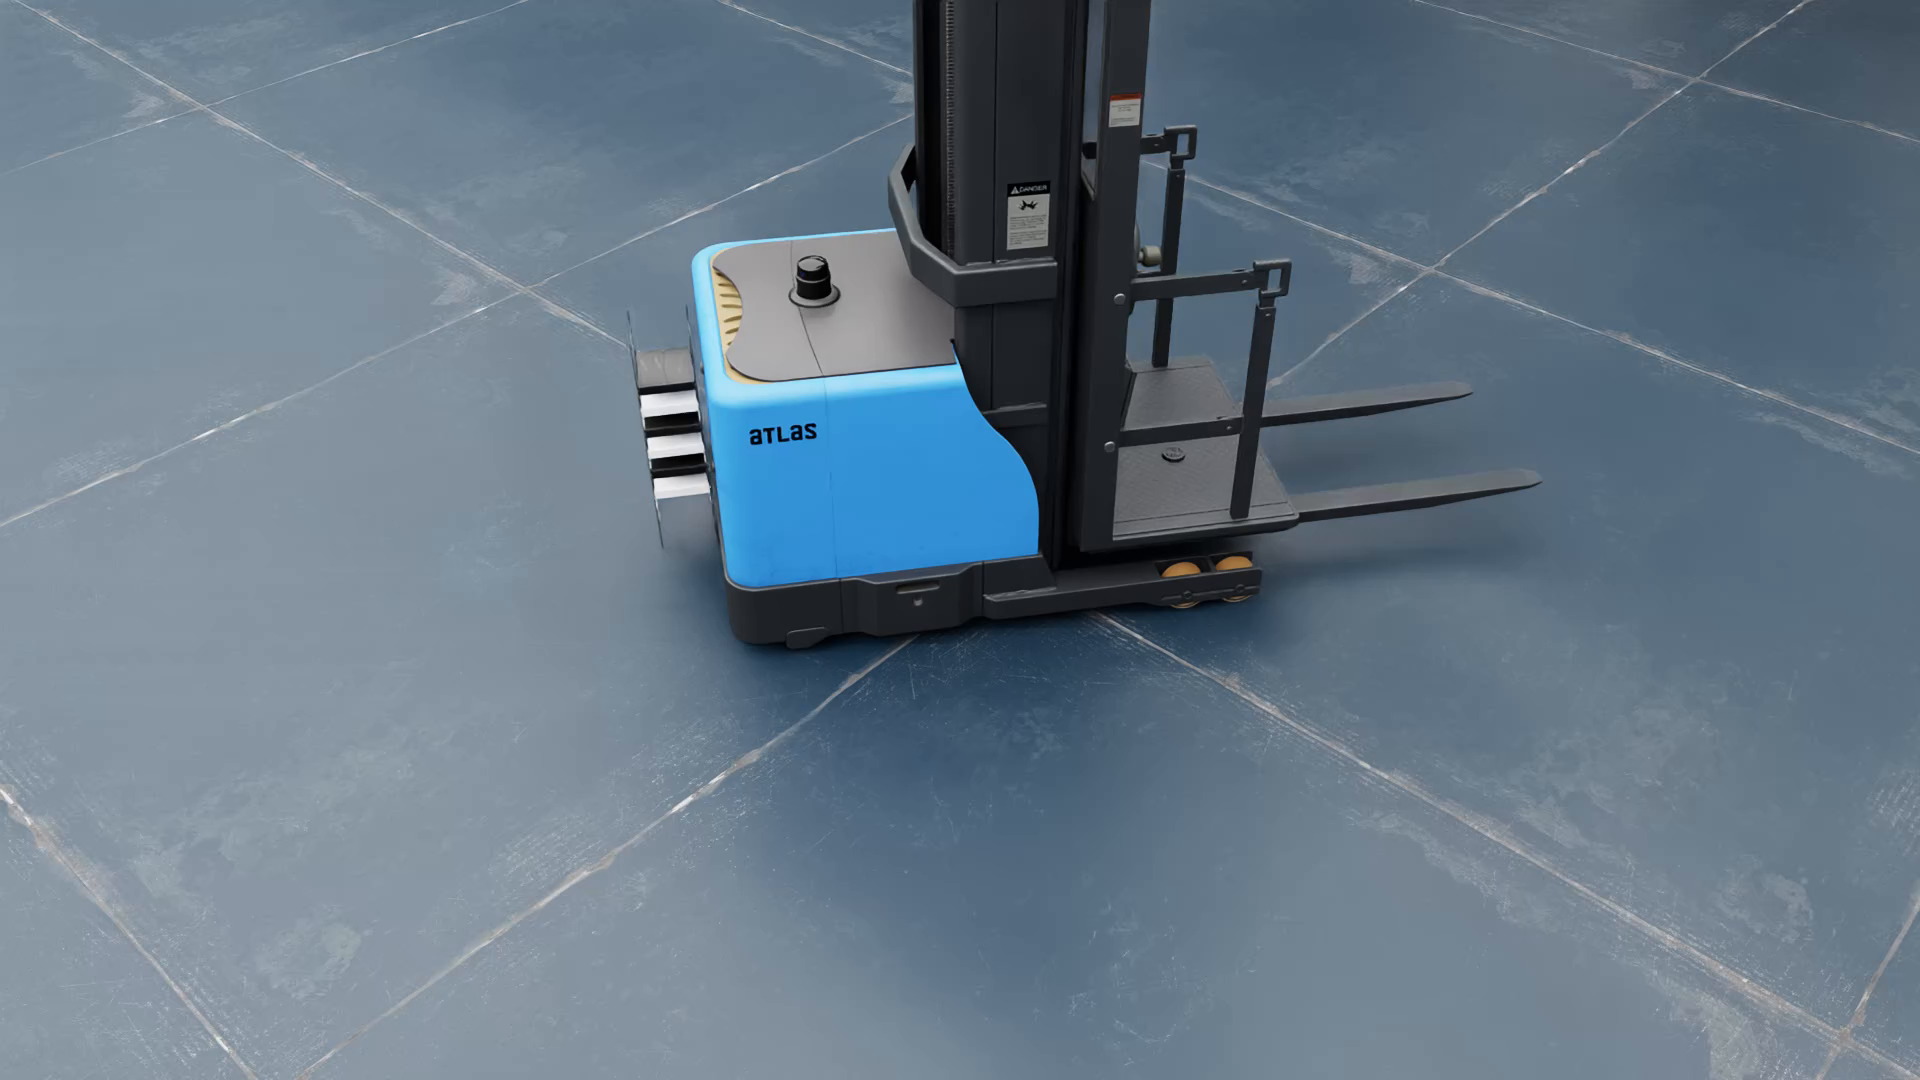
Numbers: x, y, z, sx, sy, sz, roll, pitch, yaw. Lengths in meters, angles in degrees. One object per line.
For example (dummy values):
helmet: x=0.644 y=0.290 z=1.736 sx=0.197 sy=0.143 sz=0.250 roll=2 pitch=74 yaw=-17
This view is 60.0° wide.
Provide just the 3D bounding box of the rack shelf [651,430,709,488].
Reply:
rack shelf: x=-1.036 y=-0.305 z=6.106 sx=0.200 sy=0.077 sz=0.258 roll=-7 pitch=39 yaw=-8

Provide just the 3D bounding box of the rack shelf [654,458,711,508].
rack shelf: x=-1.035 y=-0.234 z=6.162 sx=0.200 sy=0.077 sz=0.258 roll=-7 pitch=39 yaw=-8

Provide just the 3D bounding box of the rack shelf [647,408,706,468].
rack shelf: x=-1.037 y=-0.375 z=6.050 sx=0.200 sy=0.077 sz=0.258 roll=-7 pitch=39 yaw=-8

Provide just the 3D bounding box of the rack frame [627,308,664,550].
rack frame: x=-1.137 y=-0.388 z=6.015 sx=0.006 sy=0.900 sz=0.240 roll=-7 pitch=39 yaw=-8

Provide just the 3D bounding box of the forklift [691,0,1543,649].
forklift: x=0.616 y=-1.220 z=5.429 sx=3.031 sy=2.935 sz=1.130 roll=-7 pitch=39 yaw=-8

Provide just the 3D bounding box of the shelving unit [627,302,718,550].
shelving unit: x=-1.037 y=-0.401 z=6.029 sx=0.210 sy=0.900 sz=0.258 roll=-7 pitch=39 yaw=-8

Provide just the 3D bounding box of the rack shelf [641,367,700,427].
rack shelf: x=-1.039 y=-0.516 z=5.937 sx=0.200 sy=0.077 sz=0.258 roll=-7 pitch=39 yaw=-8

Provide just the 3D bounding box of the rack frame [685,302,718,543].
rack frame: x=-0.937 y=-0.414 z=6.043 sx=0.006 sy=0.900 sz=0.240 roll=-7 pitch=39 yaw=-8

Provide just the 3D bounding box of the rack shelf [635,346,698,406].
rack shelf: x=-1.040 y=-0.586 z=5.881 sx=0.200 sy=0.077 sz=0.258 roll=-7 pitch=39 yaw=-8

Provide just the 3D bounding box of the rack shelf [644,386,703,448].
rack shelf: x=-1.038 y=-0.445 z=5.994 sx=0.200 sy=0.077 sz=0.258 roll=-7 pitch=39 yaw=-8
